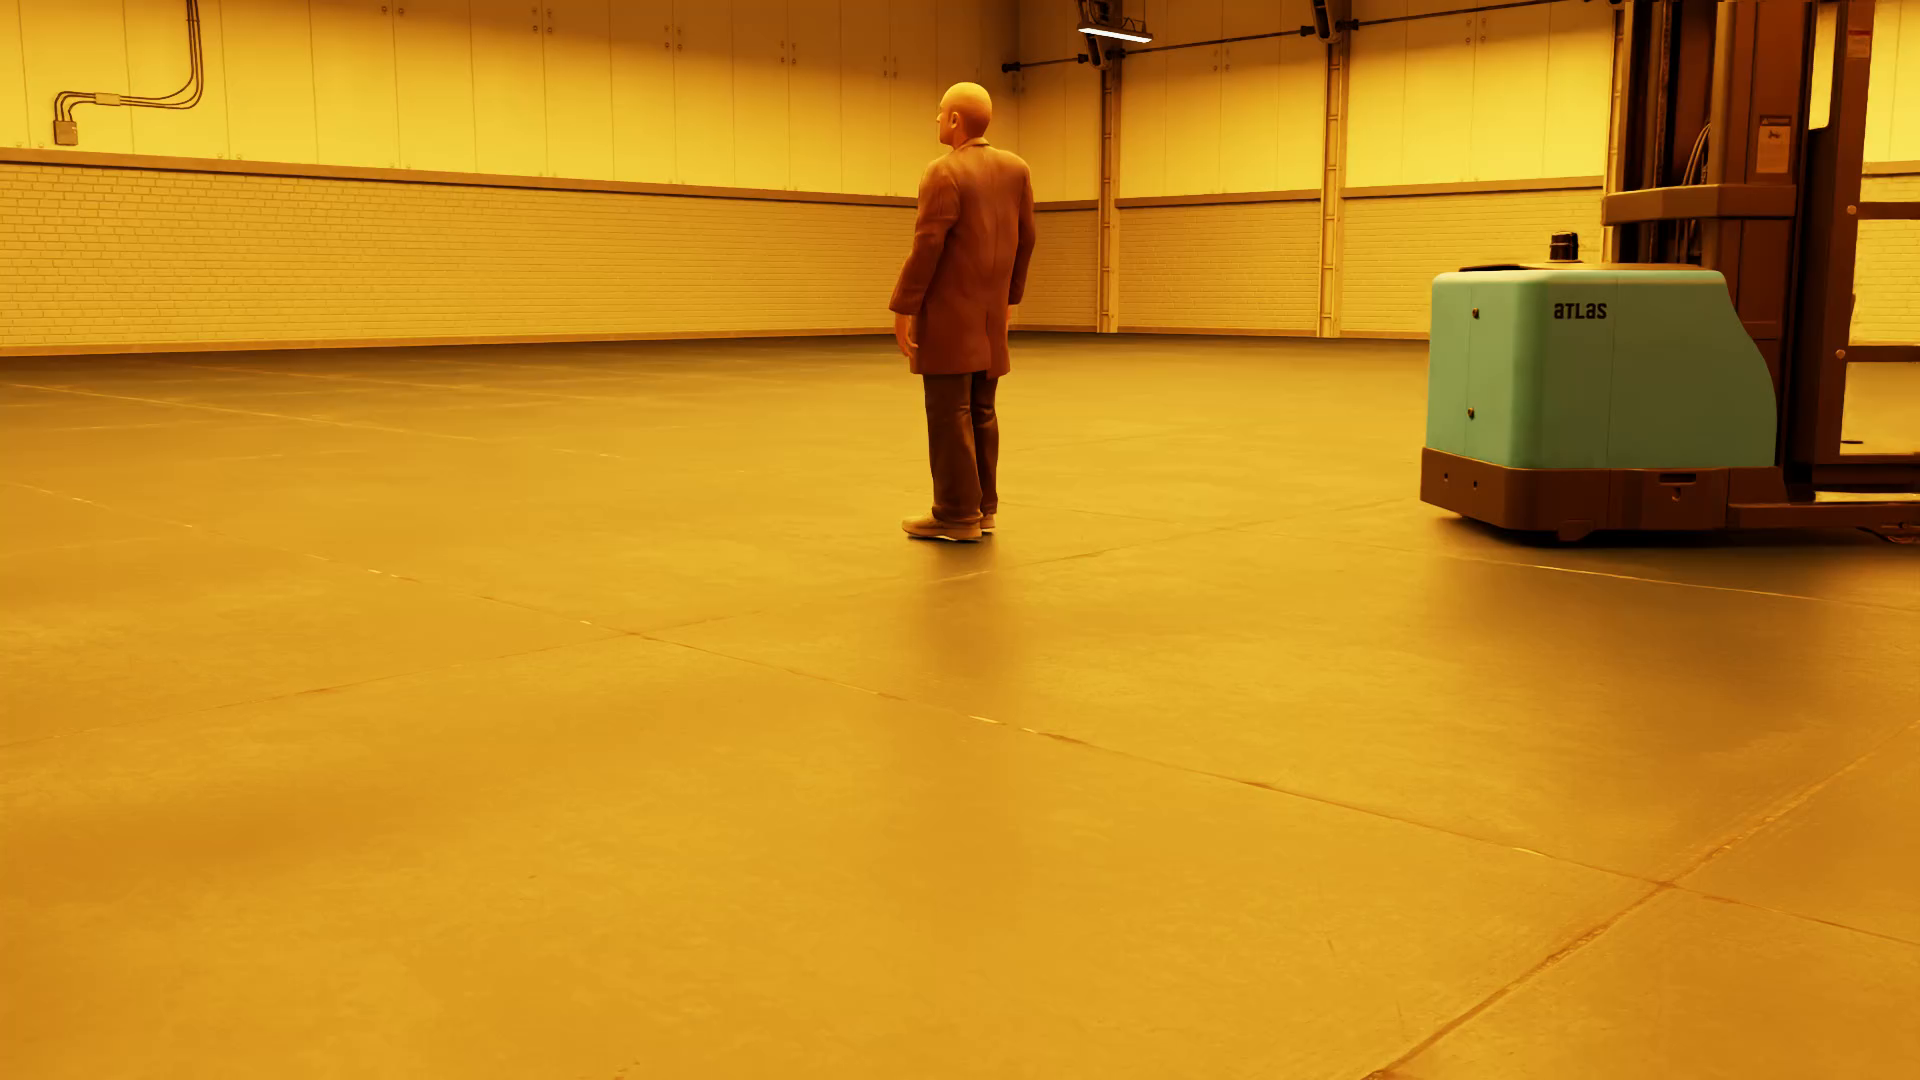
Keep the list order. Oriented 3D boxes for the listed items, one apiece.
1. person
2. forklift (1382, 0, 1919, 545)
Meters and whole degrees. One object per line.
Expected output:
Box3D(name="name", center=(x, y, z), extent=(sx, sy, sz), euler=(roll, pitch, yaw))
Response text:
Box3D(name="person", center=(-0.063, -0.896, 6.650), extent=(0.580, 1.777, 0.695), euler=(8, 12, 43))
Box3D(name="forklift", center=(3.423, -1.509, 6.896), extent=(3.031, 2.935, 1.130), euler=(-1, 9, -6))
